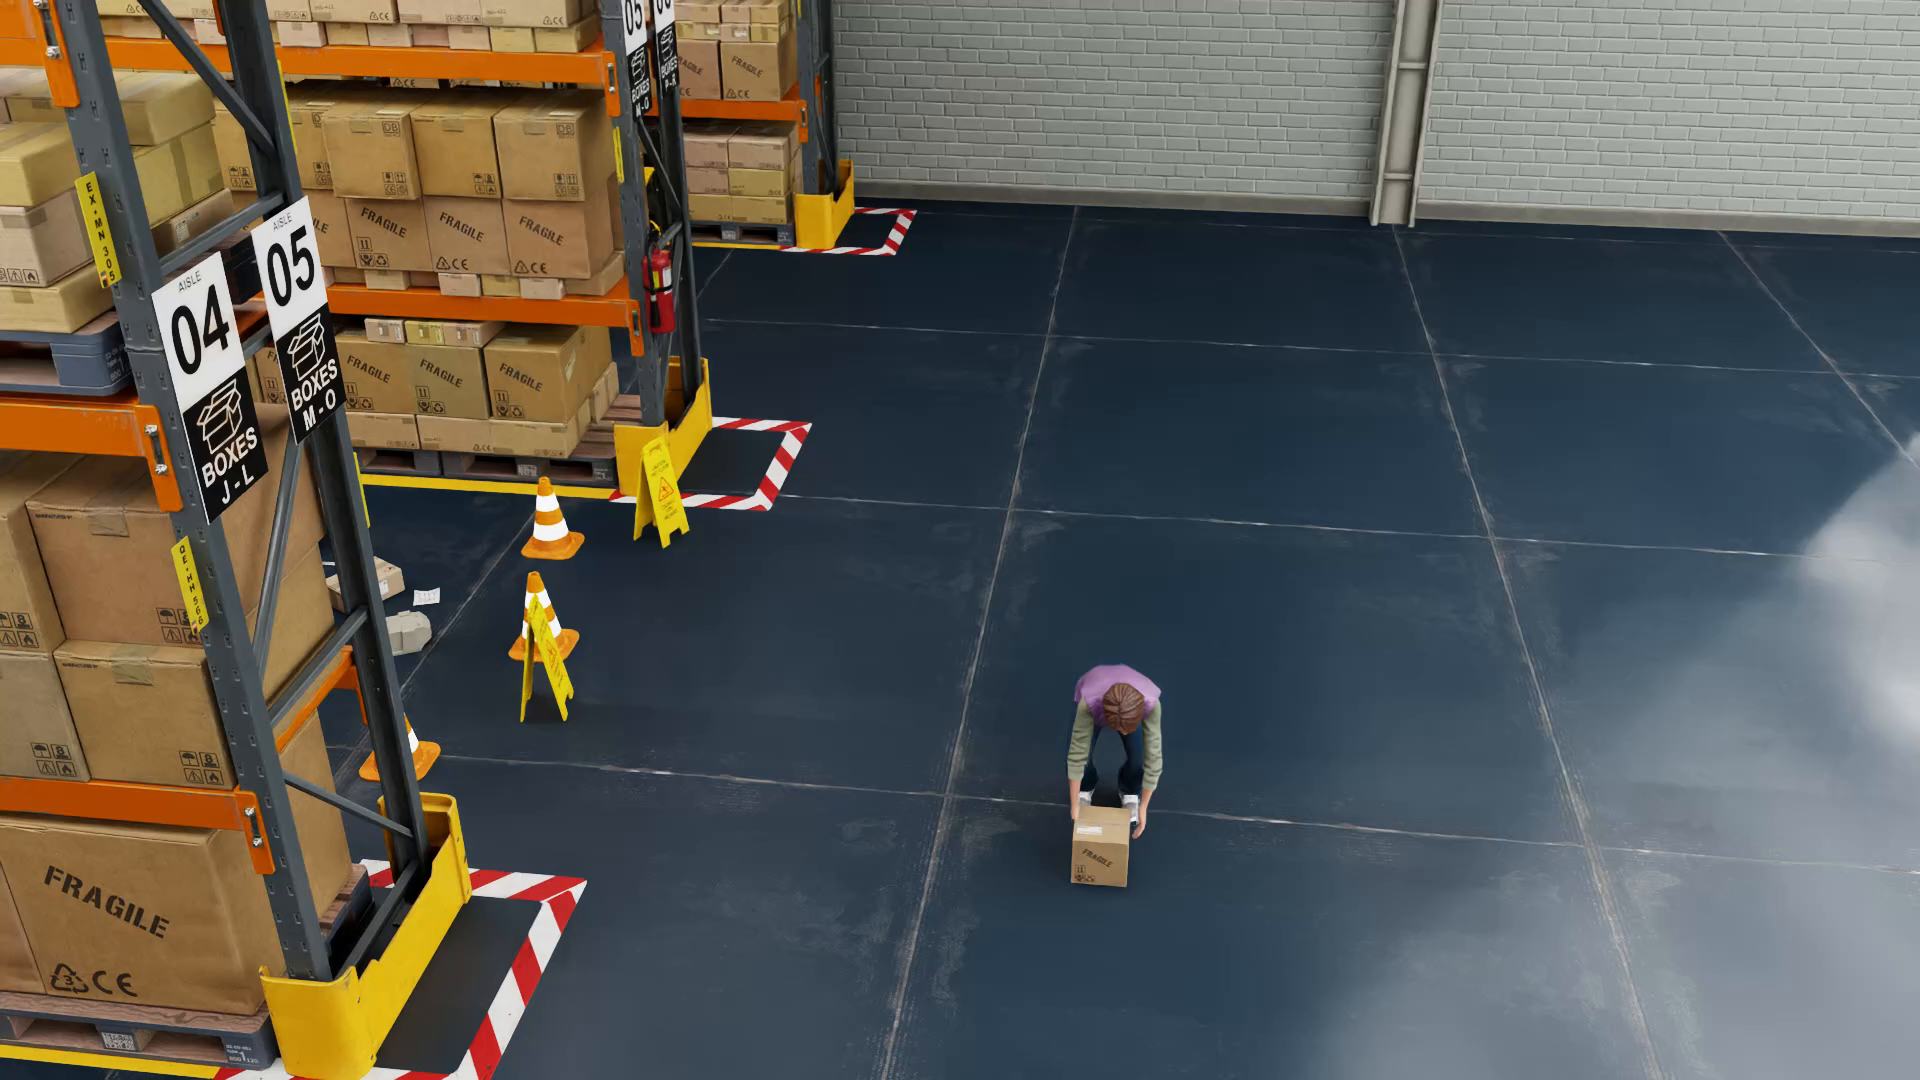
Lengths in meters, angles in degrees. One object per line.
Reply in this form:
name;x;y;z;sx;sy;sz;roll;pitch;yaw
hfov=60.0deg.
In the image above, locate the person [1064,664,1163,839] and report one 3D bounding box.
person;0.712;0.911;7.674;0.448;0.928;0.788;3;29;6
